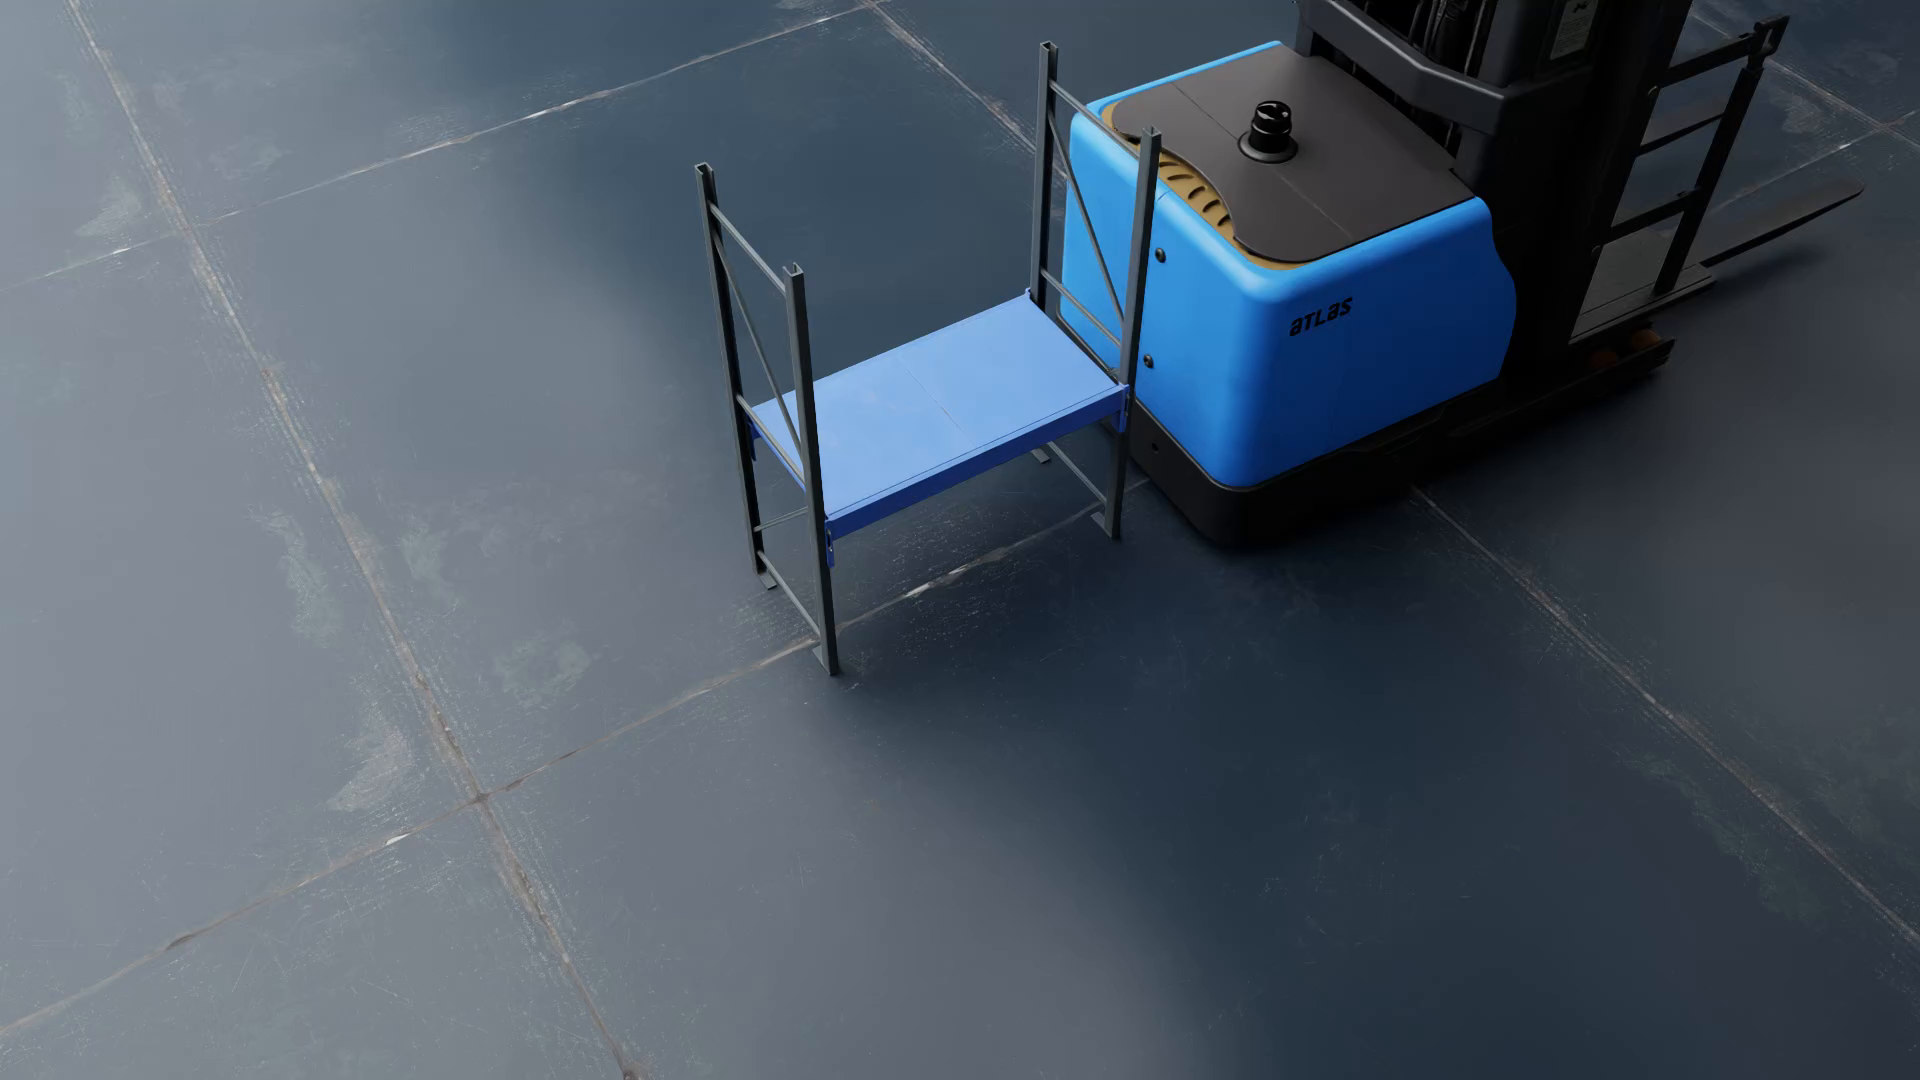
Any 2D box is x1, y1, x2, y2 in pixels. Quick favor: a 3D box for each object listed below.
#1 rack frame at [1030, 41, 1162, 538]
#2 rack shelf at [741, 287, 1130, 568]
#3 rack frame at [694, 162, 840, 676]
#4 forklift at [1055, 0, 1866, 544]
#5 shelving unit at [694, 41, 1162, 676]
[{"bbox_3d":[0.358,-0.667,4.840,0.032,1.500,0.500,-25,53,-21],"label":"rack frame"},{"bbox_3d":[-0.072,-0.345,4.794,1.000,0.185,0.538,-25,53,-21],"label":"rack shelf"},{"bbox_3d":[-0.502,-0.262,4.479,0.032,1.500,0.500,-25,53,-21],"label":"rack frame"},{"bbox_3d":[1.853,-1.785,4.877,3.031,2.935,1.130,-23,52,-19],"label":"forklift"},{"bbox_3d":[-0.072,-0.465,4.660,1.048,1.500,0.538,-25,53,-21],"label":"shelving unit"}]
